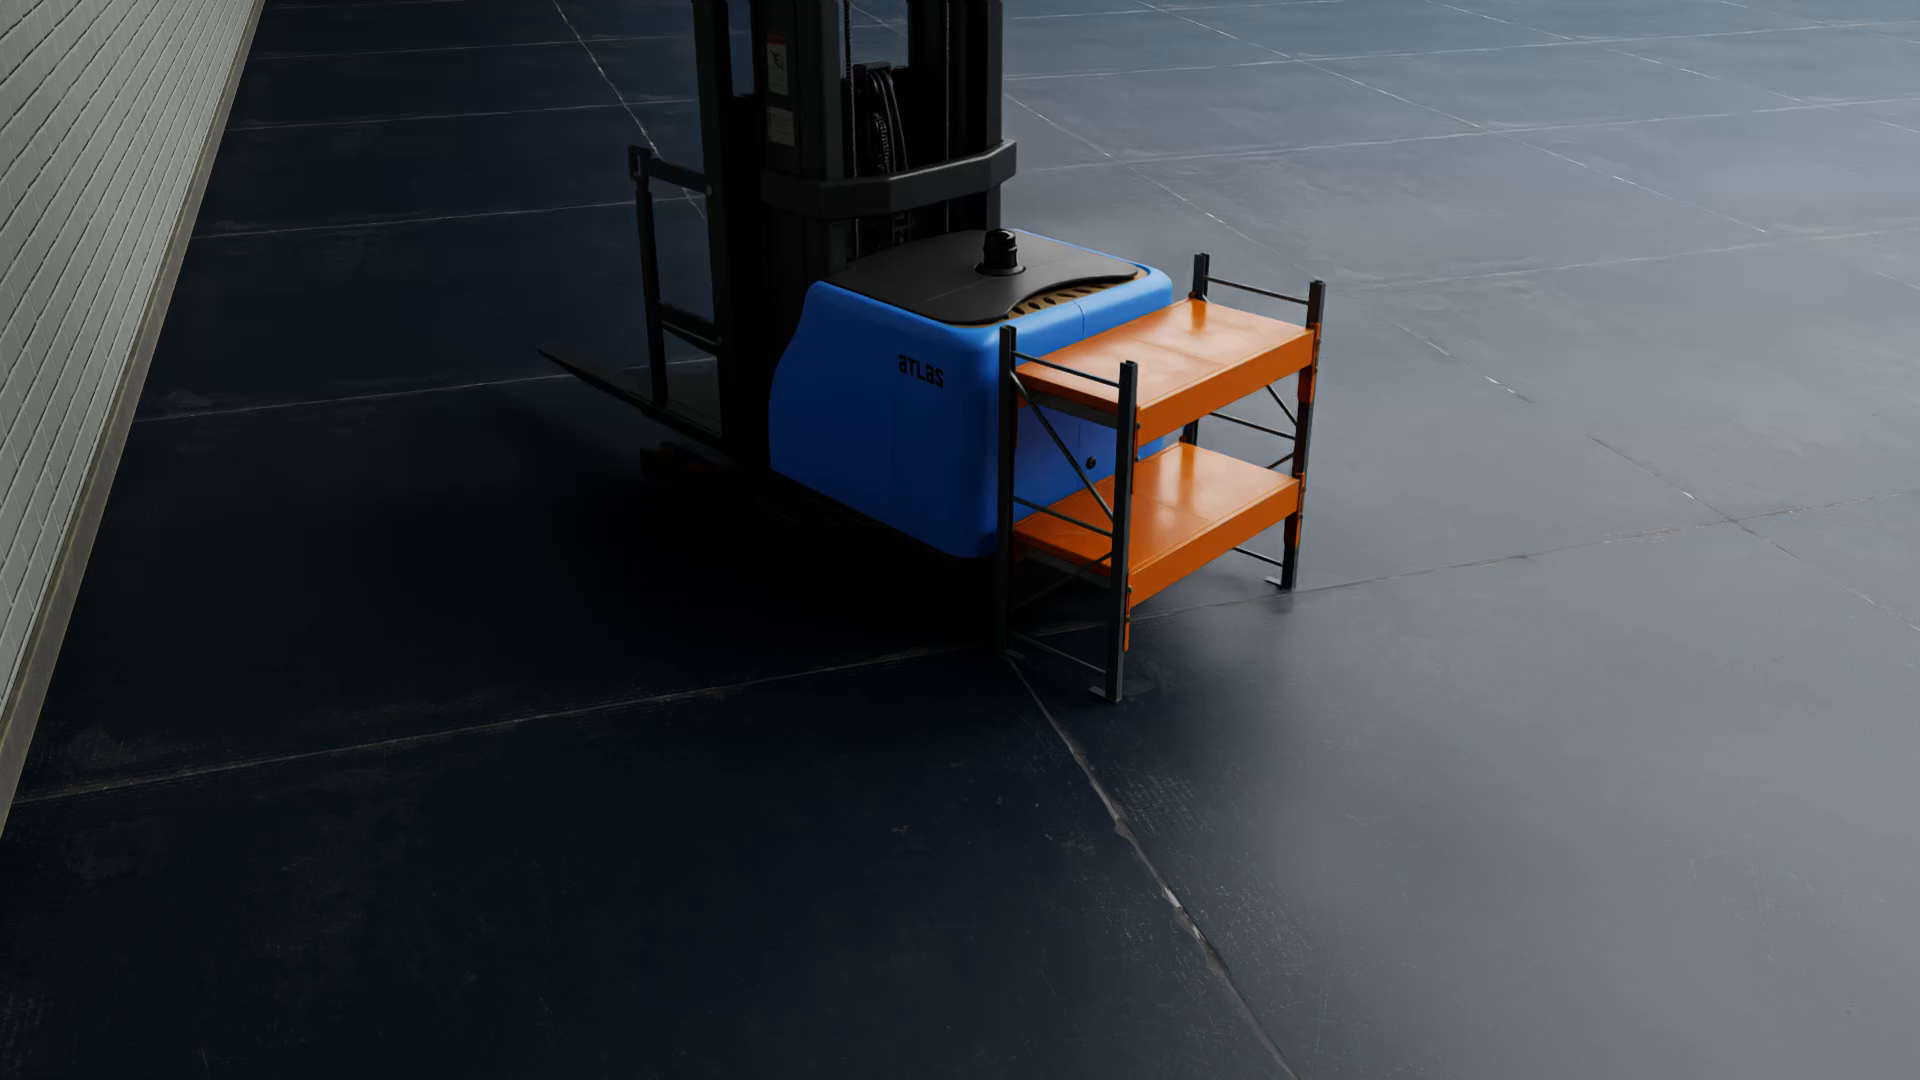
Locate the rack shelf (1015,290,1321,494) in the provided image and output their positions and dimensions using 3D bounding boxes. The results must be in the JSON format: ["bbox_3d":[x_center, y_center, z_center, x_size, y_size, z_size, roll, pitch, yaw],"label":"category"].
[{"bbox_3d":[0.656,-0.500,5.333,0.538,0.278,1.000,22,34,37],"label":"rack shelf"}]

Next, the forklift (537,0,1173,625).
[{"bbox_3d":[-0.631,-1.596,6.169,1.130,2.935,3.031,-23,34,-38],"label":"forklift"}]

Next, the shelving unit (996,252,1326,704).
[{"bbox_3d":[0.656,-0.237,5.463,0.538,1.125,1.048,22,34,37],"label":"shelving unit"}]

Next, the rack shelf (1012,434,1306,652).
[{"bbox_3d":[0.656,-0.018,5.572,0.538,0.278,1.000,22,34,37],"label":"rack shelf"}]

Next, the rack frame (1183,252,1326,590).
[{"bbox_3d":[0.998,-0.405,5.800,0.500,1.125,0.032,22,34,37],"label":"rack frame"}]

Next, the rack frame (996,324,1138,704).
[{"bbox_3d":[0.314,-0.070,5.126,0.500,1.125,0.032,22,34,37],"label":"rack frame"}]
